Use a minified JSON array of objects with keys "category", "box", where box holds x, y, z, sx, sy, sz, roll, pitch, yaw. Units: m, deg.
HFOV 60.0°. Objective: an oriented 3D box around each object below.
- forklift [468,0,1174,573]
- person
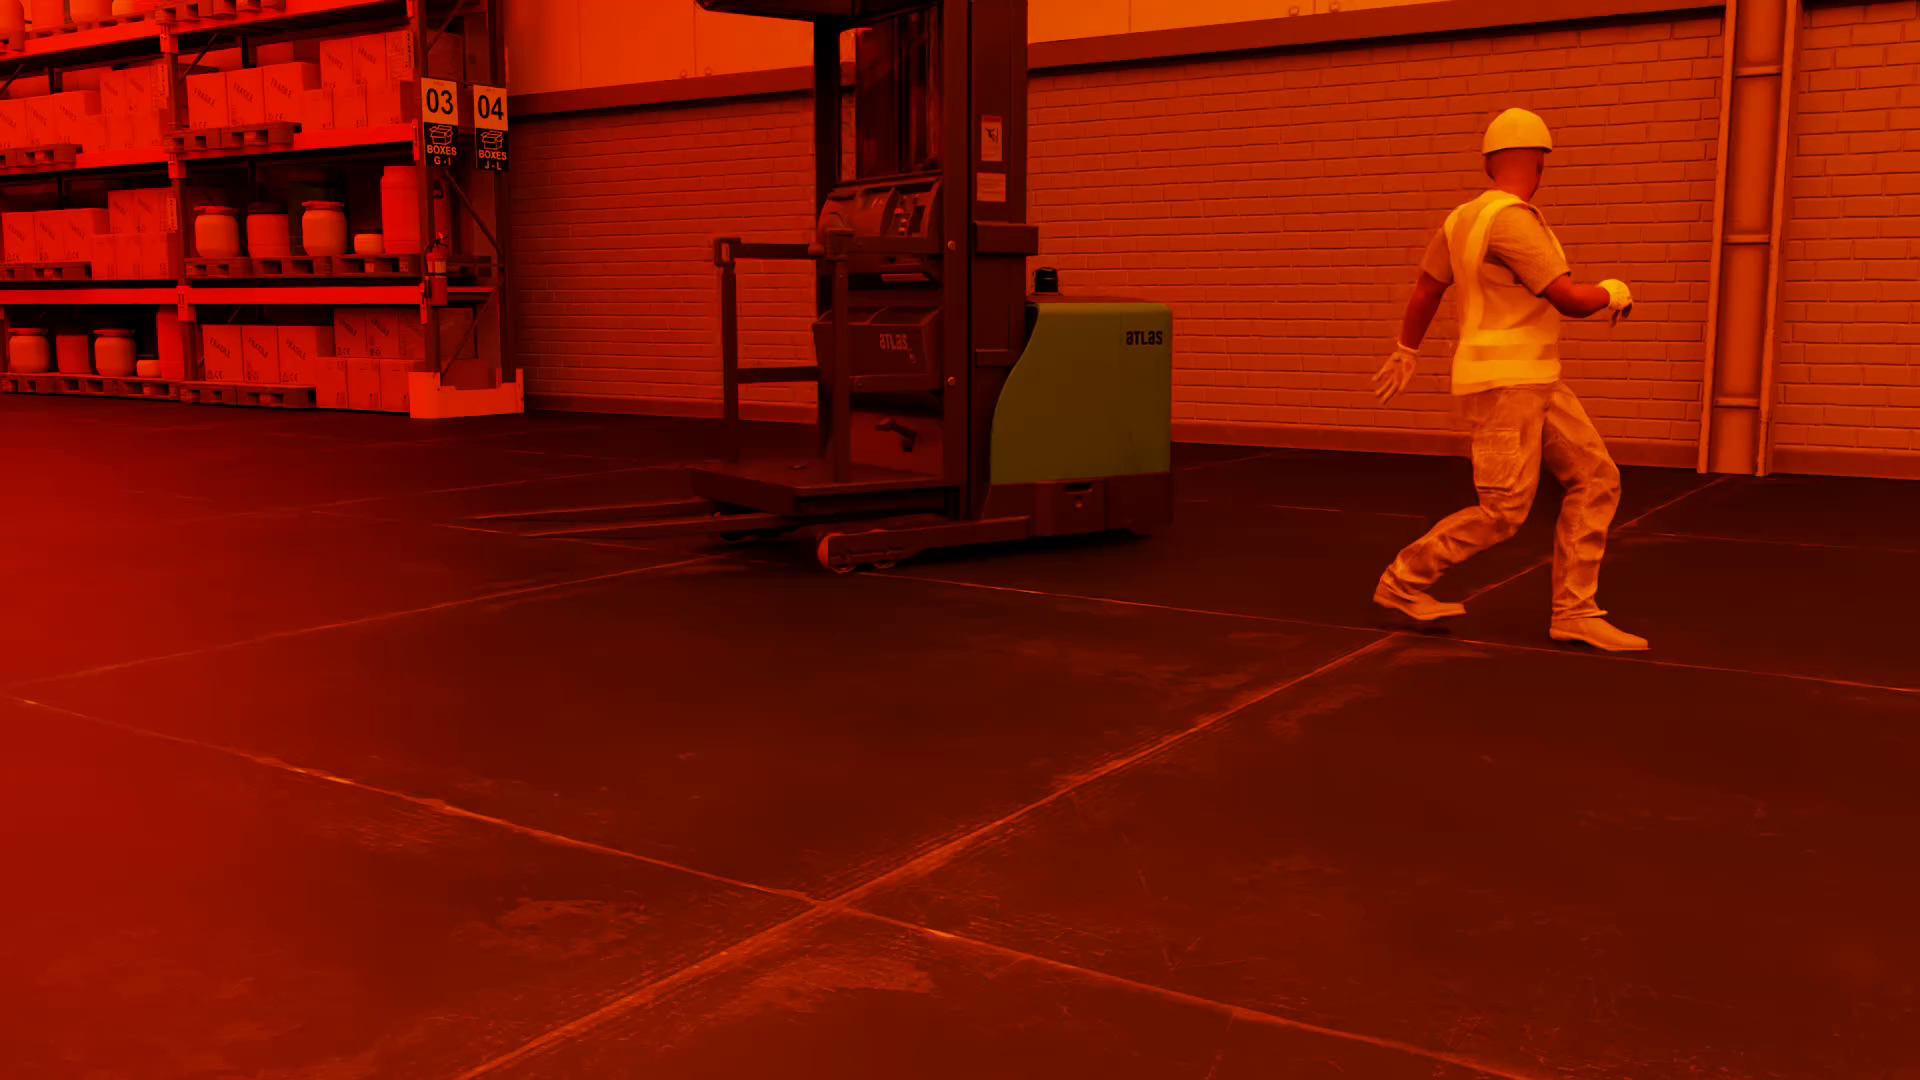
[{"category":"forklift","box":[-0.528,-1.401,7.048,3.031,2.935,1.130,-5,10,-33]},{"category":"person","box":[1.754,-0.515,5.329,0.939,1.695,0.583,4,9,24]}]
